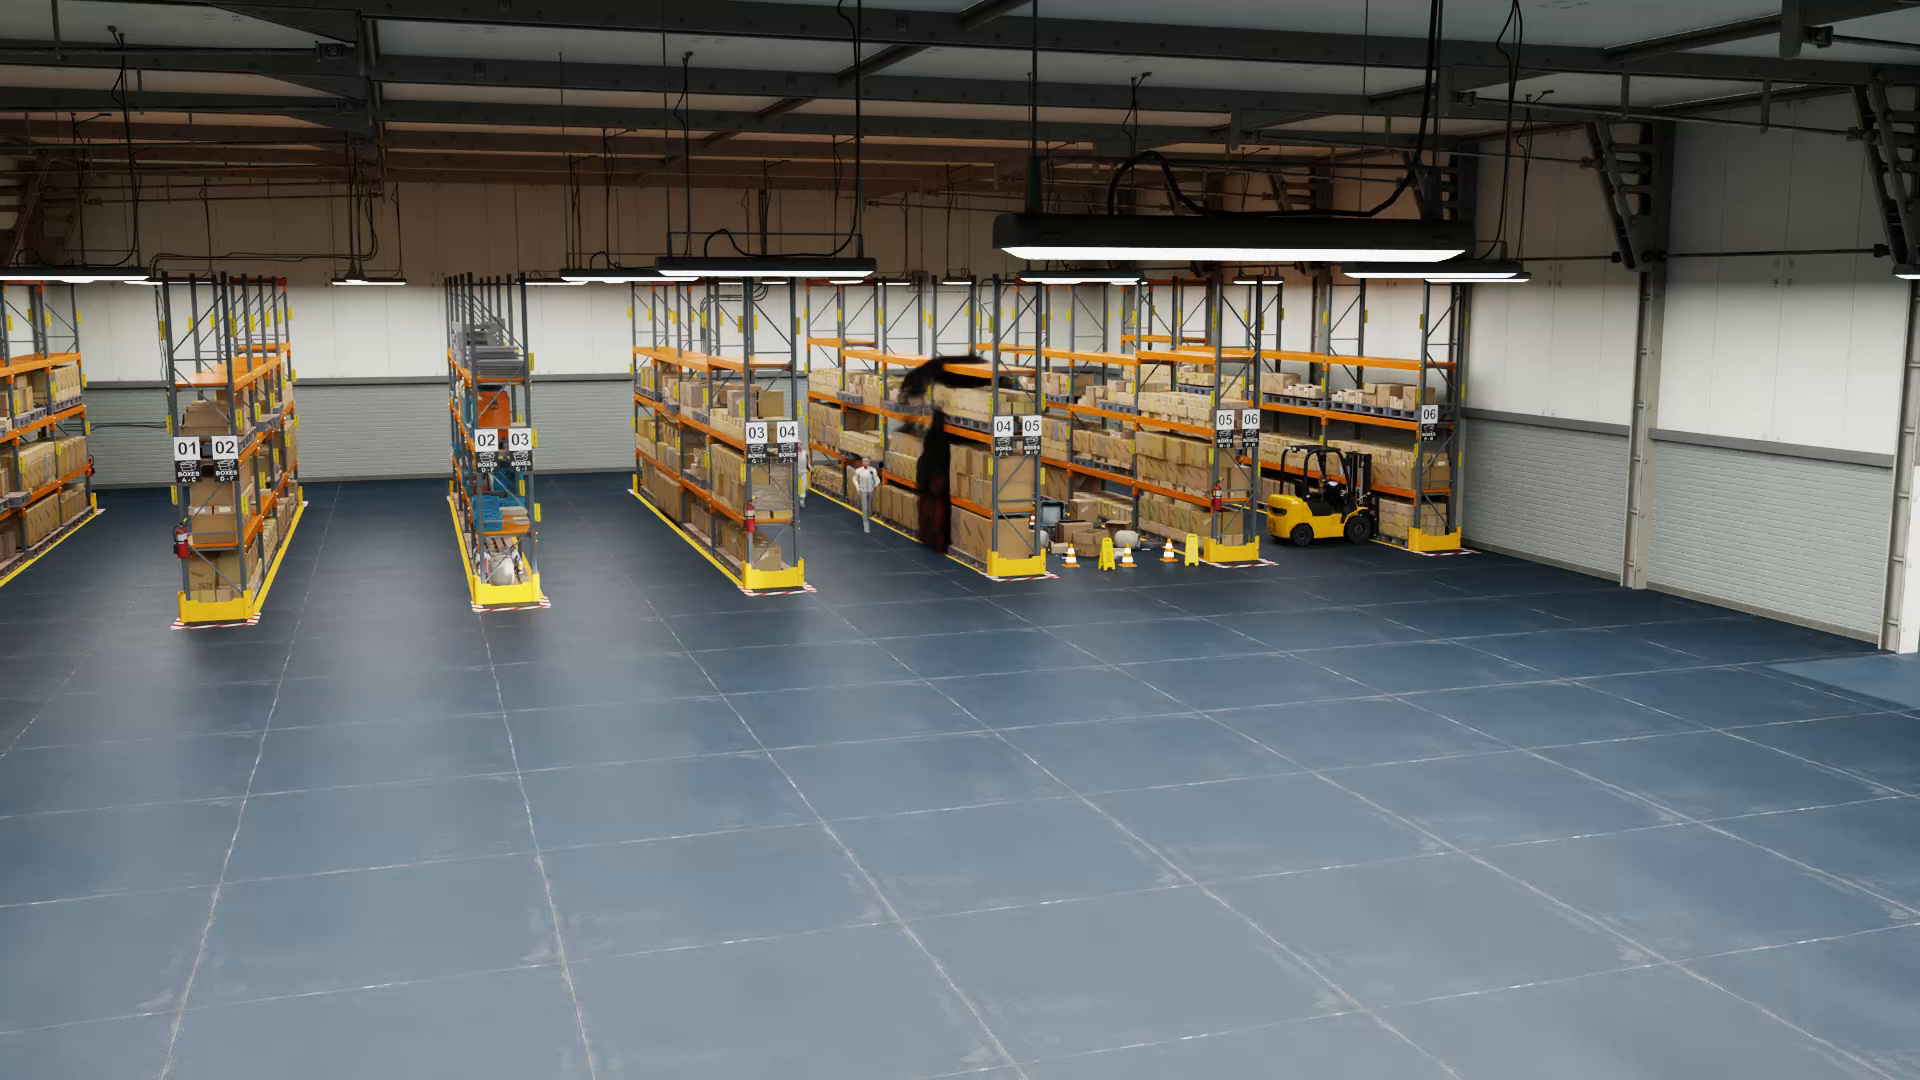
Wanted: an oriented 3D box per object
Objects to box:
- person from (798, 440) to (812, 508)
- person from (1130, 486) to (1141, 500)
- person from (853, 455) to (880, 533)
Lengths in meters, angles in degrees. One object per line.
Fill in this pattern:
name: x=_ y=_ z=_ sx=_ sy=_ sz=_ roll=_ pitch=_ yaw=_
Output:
person: x=-4.225 y=-1.765 z=43.938 sx=0.670 sy=1.757 sz=0.927 roll=-3 pitch=9 yaw=-17
person: x=4.665 y=-1.645 z=43.589 sx=0.619 sy=1.608 sz=0.870 roll=-4 pitch=9 yaw=-23
person: x=-2.097 y=-1.064 z=37.471 sx=0.608 sy=1.721 sz=0.769 roll=-2 pitch=9 yaw=-11
